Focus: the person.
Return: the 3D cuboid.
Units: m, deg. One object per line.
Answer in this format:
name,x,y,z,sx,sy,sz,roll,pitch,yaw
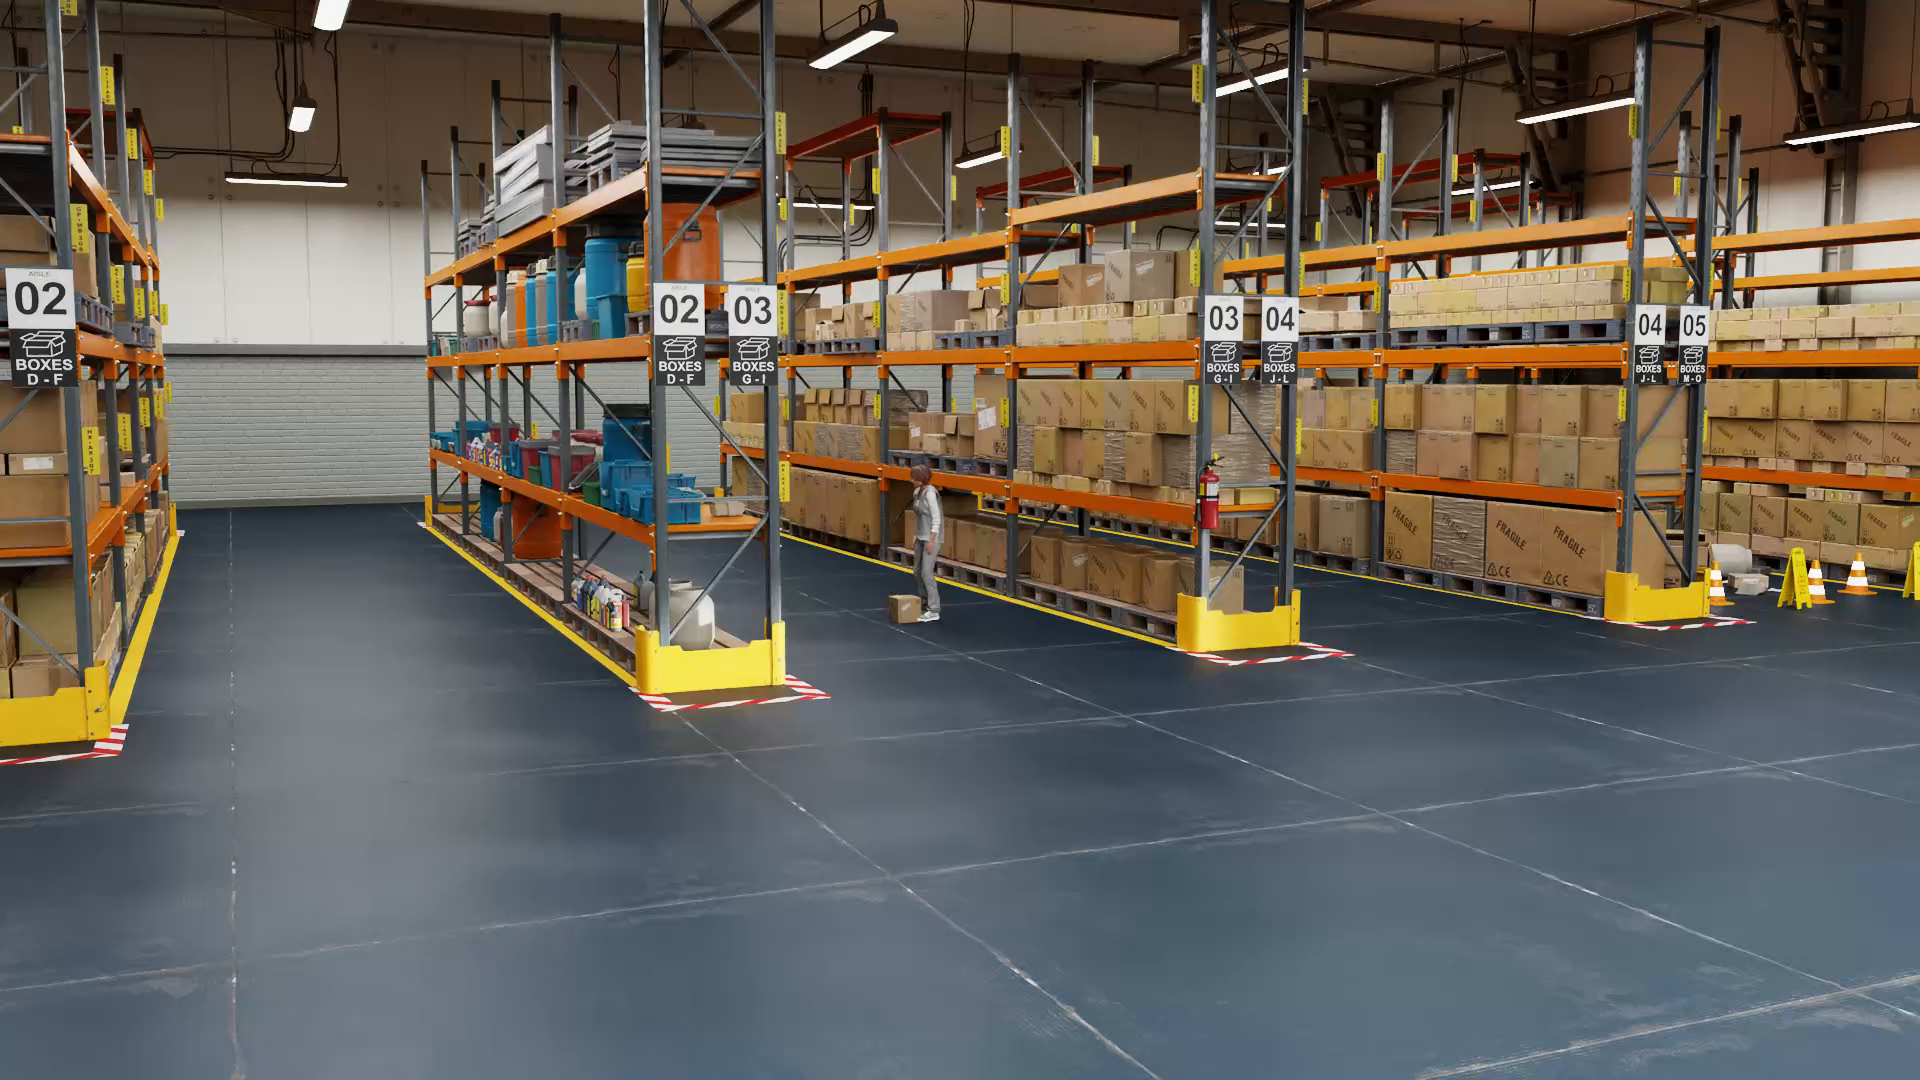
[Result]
person,-4.098,-3.006,25.286,24.933,6.000,19.161,-2,6,-24
